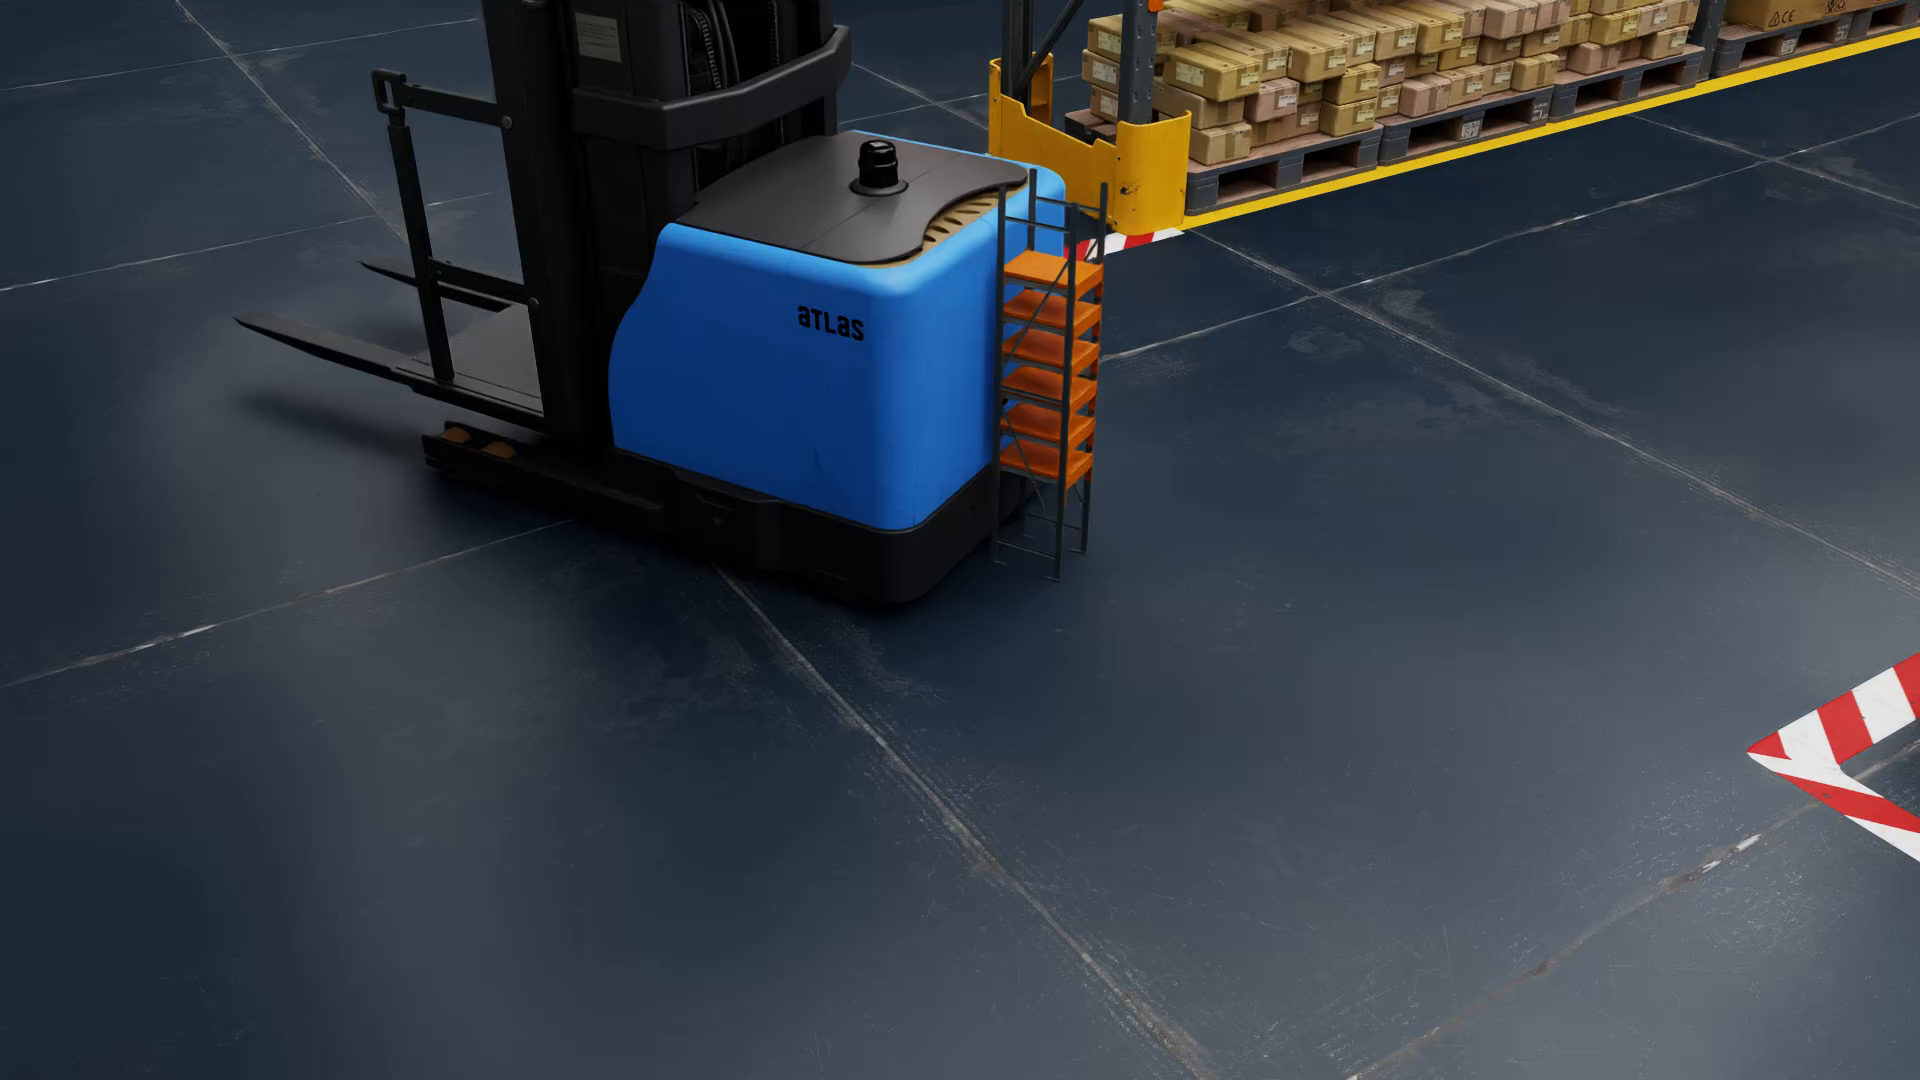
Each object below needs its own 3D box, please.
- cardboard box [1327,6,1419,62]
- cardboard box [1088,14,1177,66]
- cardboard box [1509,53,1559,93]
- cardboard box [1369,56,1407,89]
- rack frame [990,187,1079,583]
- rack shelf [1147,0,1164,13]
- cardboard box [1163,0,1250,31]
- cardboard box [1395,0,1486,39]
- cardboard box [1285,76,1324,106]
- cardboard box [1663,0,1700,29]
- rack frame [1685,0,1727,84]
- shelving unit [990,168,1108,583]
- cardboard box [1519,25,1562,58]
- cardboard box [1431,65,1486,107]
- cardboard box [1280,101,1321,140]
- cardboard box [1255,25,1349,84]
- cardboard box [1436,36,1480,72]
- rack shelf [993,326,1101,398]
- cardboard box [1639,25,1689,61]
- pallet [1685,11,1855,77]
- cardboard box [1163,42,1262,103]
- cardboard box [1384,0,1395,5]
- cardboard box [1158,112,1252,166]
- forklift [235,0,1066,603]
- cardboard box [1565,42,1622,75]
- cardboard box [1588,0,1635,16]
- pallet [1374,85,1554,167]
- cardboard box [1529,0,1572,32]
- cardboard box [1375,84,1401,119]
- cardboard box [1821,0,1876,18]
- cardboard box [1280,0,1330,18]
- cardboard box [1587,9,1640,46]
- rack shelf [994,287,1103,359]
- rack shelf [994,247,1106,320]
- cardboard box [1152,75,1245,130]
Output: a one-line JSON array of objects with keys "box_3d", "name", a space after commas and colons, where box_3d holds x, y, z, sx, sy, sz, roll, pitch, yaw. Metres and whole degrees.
[{"box_3d": [1.987, -2.451, 8.045, 0.250, 0.149, 0.380, -17, 36, -25], "name": "cardboard box"}, {"box_3d": [0.821, -2.385, 7.941, 0.250, 0.149, 0.380, -19, 37, -27], "name": "cardboard box"}, {"box_3d": [2.860, -2.458, 8.613, 0.250, 0.149, 0.380, -19, 37, -27], "name": "cardboard box"}, {"box_3d": [1.957, -2.338, 8.145, 0.250, 0.149, 0.380, -21, 38, -29], "name": "cardboard box"}, {"box_3d": [0.205, -0.414, 4.776, 0.240, 1.200, 0.006, 17, 35, 25], "name": "rack frame"}, {"box_3d": [2.194, -3.169, 8.136, 4.000, 0.370, 1.077, -19, 37, -27], "name": "rack shelf"}, {"box_3d": [1.212, -2.564, 8.224, 0.250, 0.149, 0.380, -20, 37, -28], "name": "cardboard box"}, {"box_3d": [2.392, -2.623, 8.317, 0.250, 0.149, 0.380, -19, 37, -27], "name": "cardboard box"}, {"box_3d": [1.511, -2.193, 7.915, 0.250, 0.149, 0.380, -18, 37, -27], "name": "cardboard box"}, {"box_3d": [3.783, -2.915, 9.060, 0.250, 0.149, 0.380, -18, 37, -26], "name": "cardboard box"}, {"box_3d": [3.875, -4.051, 8.861, 0.127, 3.000, 1.000, -19, 37, -27], "name": "rack frame"}, {"box_3d": [0.250, -0.456, 4.845, 0.258, 1.200, 0.189, 17, 35, 25], "name": "shelving unit"}, {"box_3d": [2.879, -2.635, 8.616, 0.250, 0.149, 0.380, -18, 36, -26], "name": "cardboard box"}, {"box_3d": [2.420, -2.328, 8.407, 0.250, 0.149, 0.380, -19, 37, -27], "name": "cardboard box"}, {"box_3d": [1.508, -2.062, 7.986, 0.250, 0.149, 0.380, -19, 37, -27], "name": "cardboard box"}, {"box_3d": [1.585, -2.267, 7.753, 0.250, 0.149, 0.380, -19, 37, -27], "name": "cardboard box"}, {"box_3d": [2.395, -2.509, 8.415, 0.250, 0.149, 0.380, -17, 36, -25], "name": "cardboard box"}, {"box_3d": [0.251, -0.520, 4.805, 0.258, 0.103, 0.180, 17, 35, 25], "name": "rack shelf"}, {"box_3d": [3.730, -2.757, 9.088, 0.250, 0.149, 0.380, -18, 37, -27], "name": "cardboard box"}, {"box_3d": [4.529, -3.098, 9.963, 1.213, 0.211, 1.003, -19, 37, -27], "name": "pallet"}, {"box_3d": [1.138, -2.118, 7.516, 0.250, 0.149, 0.380, -21, 38, -29], "name": "cardboard box"}, {"box_3d": [2.146, -2.828, 8.642, 0.250, 0.149, 0.380, -19, 37, -27], "name": "cardboard box"}, {"box_3d": [1.127, -1.875, 7.689, 0.250, 0.149, 0.380, -18, 37, -26], "name": "cardboard box"}, {"box_3d": [-1.201, -1.621, 5.073, 3.031, 2.935, 1.130, 17, 36, 25], "name": "forklift"}, {"box_3d": [3.279, -2.614, 8.861, 0.250, 0.149, 0.380, -20, 38, -29], "name": "cardboard box"}, {"box_3d": [3.318, -2.888, 8.738, 0.250, 0.149, 0.380, -19, 37, -28], "name": "cardboard box"}, {"box_3d": [2.303, -2.307, 8.709, 1.213, 0.211, 1.003, -19, 37, -27], "name": "pallet"}, {"box_3d": [2.881, -2.729, 8.485, 0.250, 0.149, 0.380, -21, 38, -30], "name": "cardboard box"}, {"box_3d": [1.945, -2.203, 8.210, 0.250, 0.149, 0.380, -19, 37, -27], "name": "cardboard box"}, {"box_3d": [5.084, -3.420, 9.810, 0.500, 0.500, 0.500, -17, 36, -25], "name": "cardboard box"}, {"box_3d": [1.659, -2.713, 8.460, 0.250, 0.149, 0.380, -18, 36, -26], "name": "cardboard box"}, {"box_3d": [3.346, -2.746, 8.792, 0.250, 0.149, 0.380, -20, 38, -29], "name": "cardboard box"}, {"box_3d": [0.252, -0.622, 4.742, 0.258, 0.103, 0.180, 17, 35, 25], "name": "rack shelf"}, {"box_3d": [0.253, -0.725, 4.680, 0.258, 0.103, 0.180, 17, 35, 25], "name": "rack shelf"}, {"box_3d": [1.093, -2.029, 7.655, 0.250, 0.149, 0.380, -17, 36, -25], "name": "cardboard box"}]
